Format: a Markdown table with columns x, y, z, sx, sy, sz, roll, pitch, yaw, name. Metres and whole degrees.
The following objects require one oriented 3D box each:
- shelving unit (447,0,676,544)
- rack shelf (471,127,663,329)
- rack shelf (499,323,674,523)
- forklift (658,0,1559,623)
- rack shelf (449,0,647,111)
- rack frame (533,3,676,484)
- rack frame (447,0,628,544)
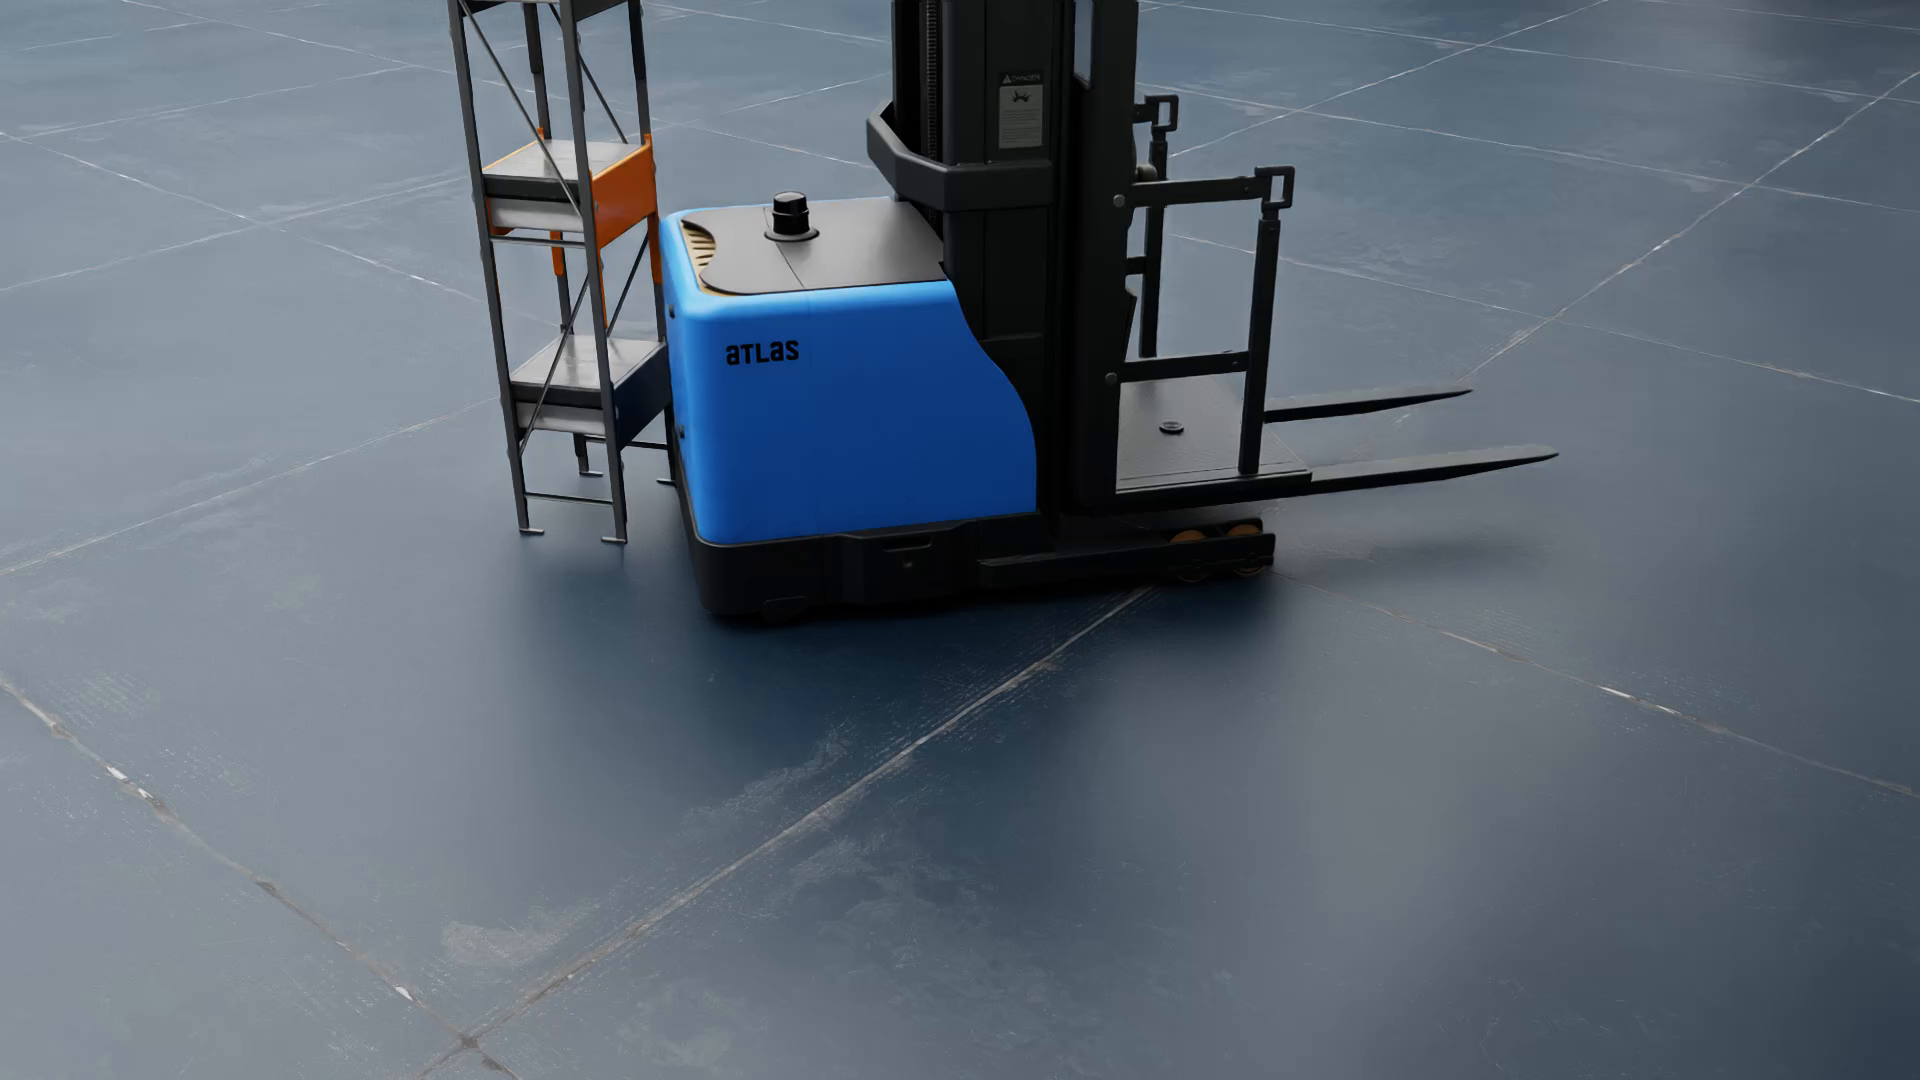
| x | y | z | sx | sy | sz | roll | pitch | yaw | name |
| --- | --- | --- | --- | --- | --- | --- | --- | --- | --- |
| -1.285 | -1.052 | 5.498 | 0.431 | 2.100 | 0.503 | 6 | 28 | 12 | shelving unit |
| -1.285 | -1.040 | 5.504 | 0.431 | 0.518 | 0.480 | 6 | 28 | 12 | rack shelf |
| -1.285 | -0.418 | 5.826 | 0.431 | 0.518 | 0.480 | 6 | 28 | 12 | rack shelf |
| 0.560 | -1.393 | 5.252 | 3.031 | 2.935 | 1.130 | -6 | 28 | -12 | forklift |
| -1.285 | -1.661 | 5.183 | 0.431 | 0.518 | 0.480 | 6 | 28 | 12 | rack shelf |
| -1.228 | -1.161 | 5.709 | 0.400 | 2.100 | 0.015 | 6 | 28 | 12 | rack frame |
| -1.342 | -0.943 | 5.287 | 0.400 | 2.100 | 0.015 | 6 | 28 | 12 | rack frame |
